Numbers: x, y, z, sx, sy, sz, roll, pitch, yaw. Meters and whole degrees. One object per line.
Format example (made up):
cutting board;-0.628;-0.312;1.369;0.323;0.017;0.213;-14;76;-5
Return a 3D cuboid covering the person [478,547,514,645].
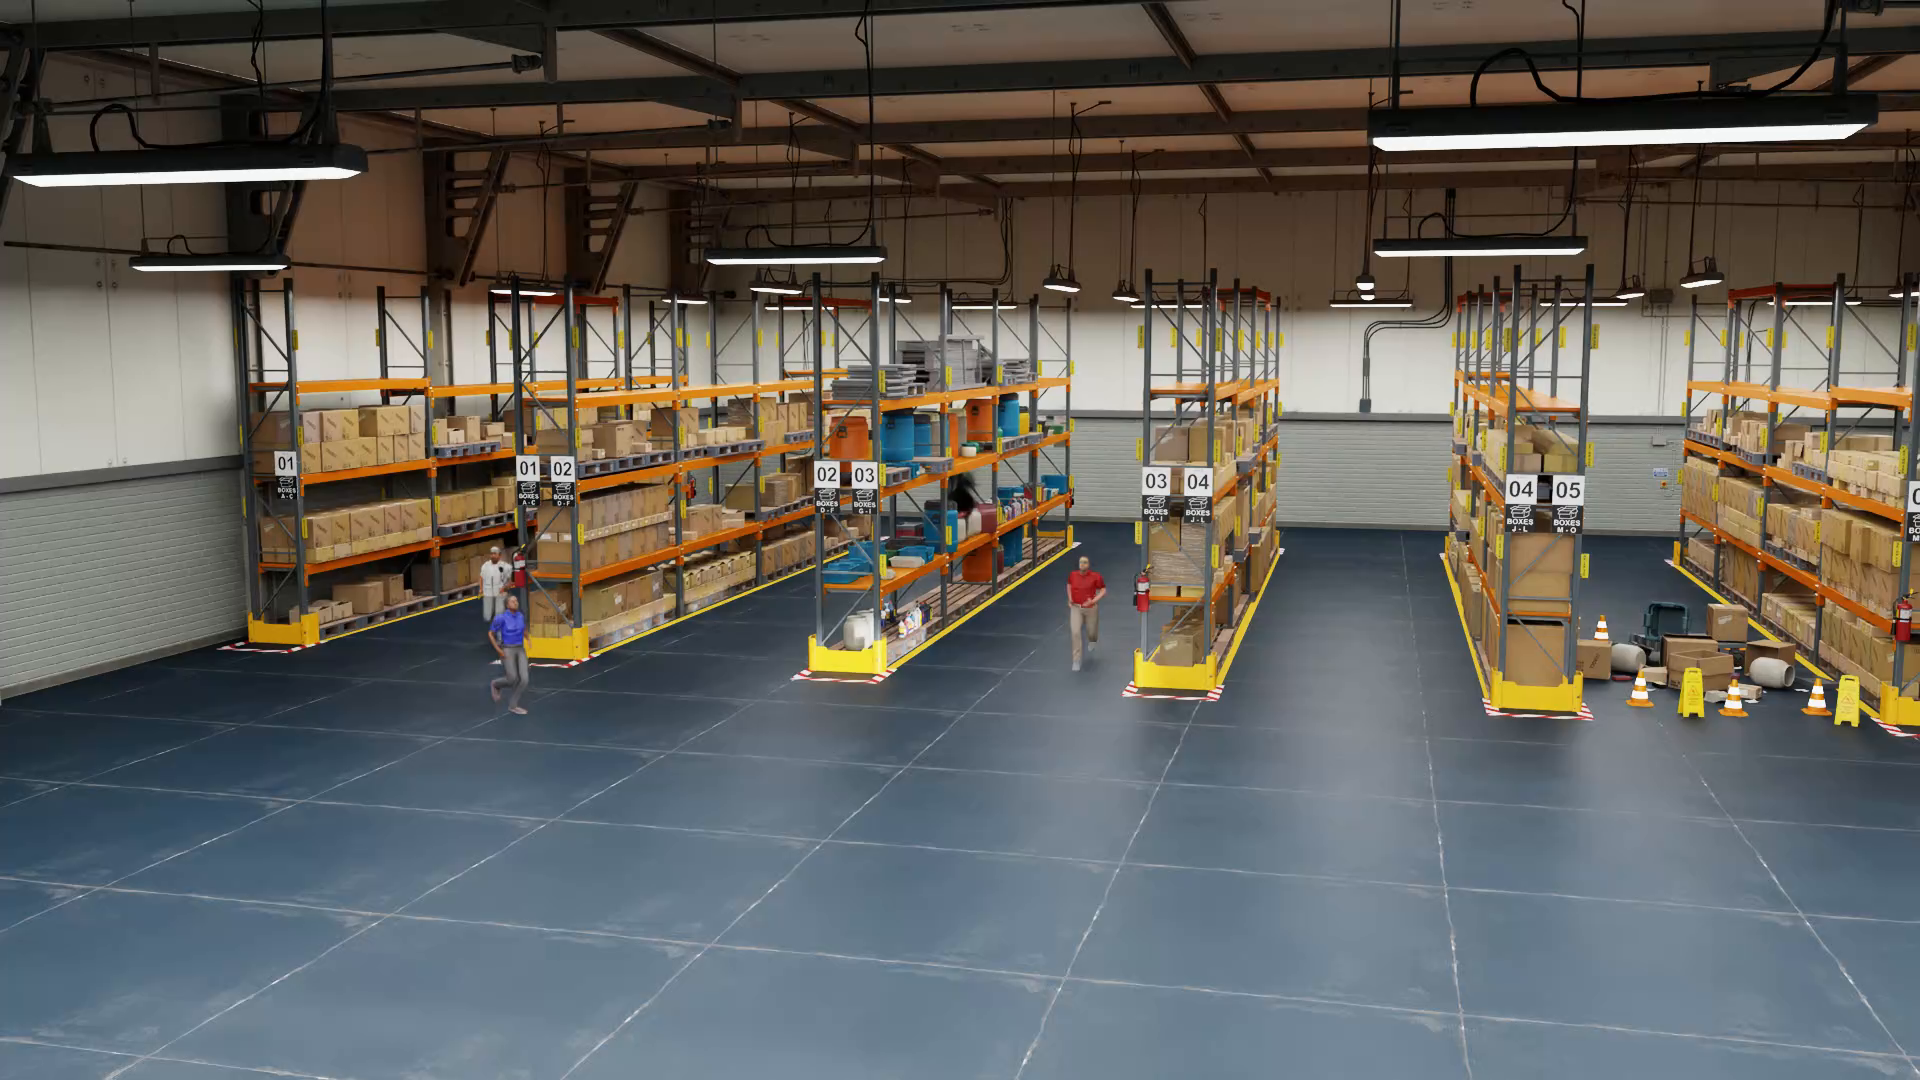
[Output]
person;-7.668;0.916;27.510;0.614;1.626;0.551;0;7;0

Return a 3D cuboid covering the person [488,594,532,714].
person;-6.055;1.535;22.431;0.559;1.617;0.614;5;9;39

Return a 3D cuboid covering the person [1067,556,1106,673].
person;1.942;1.109;25.626;0.631;1.732;1.138;1;7;10
